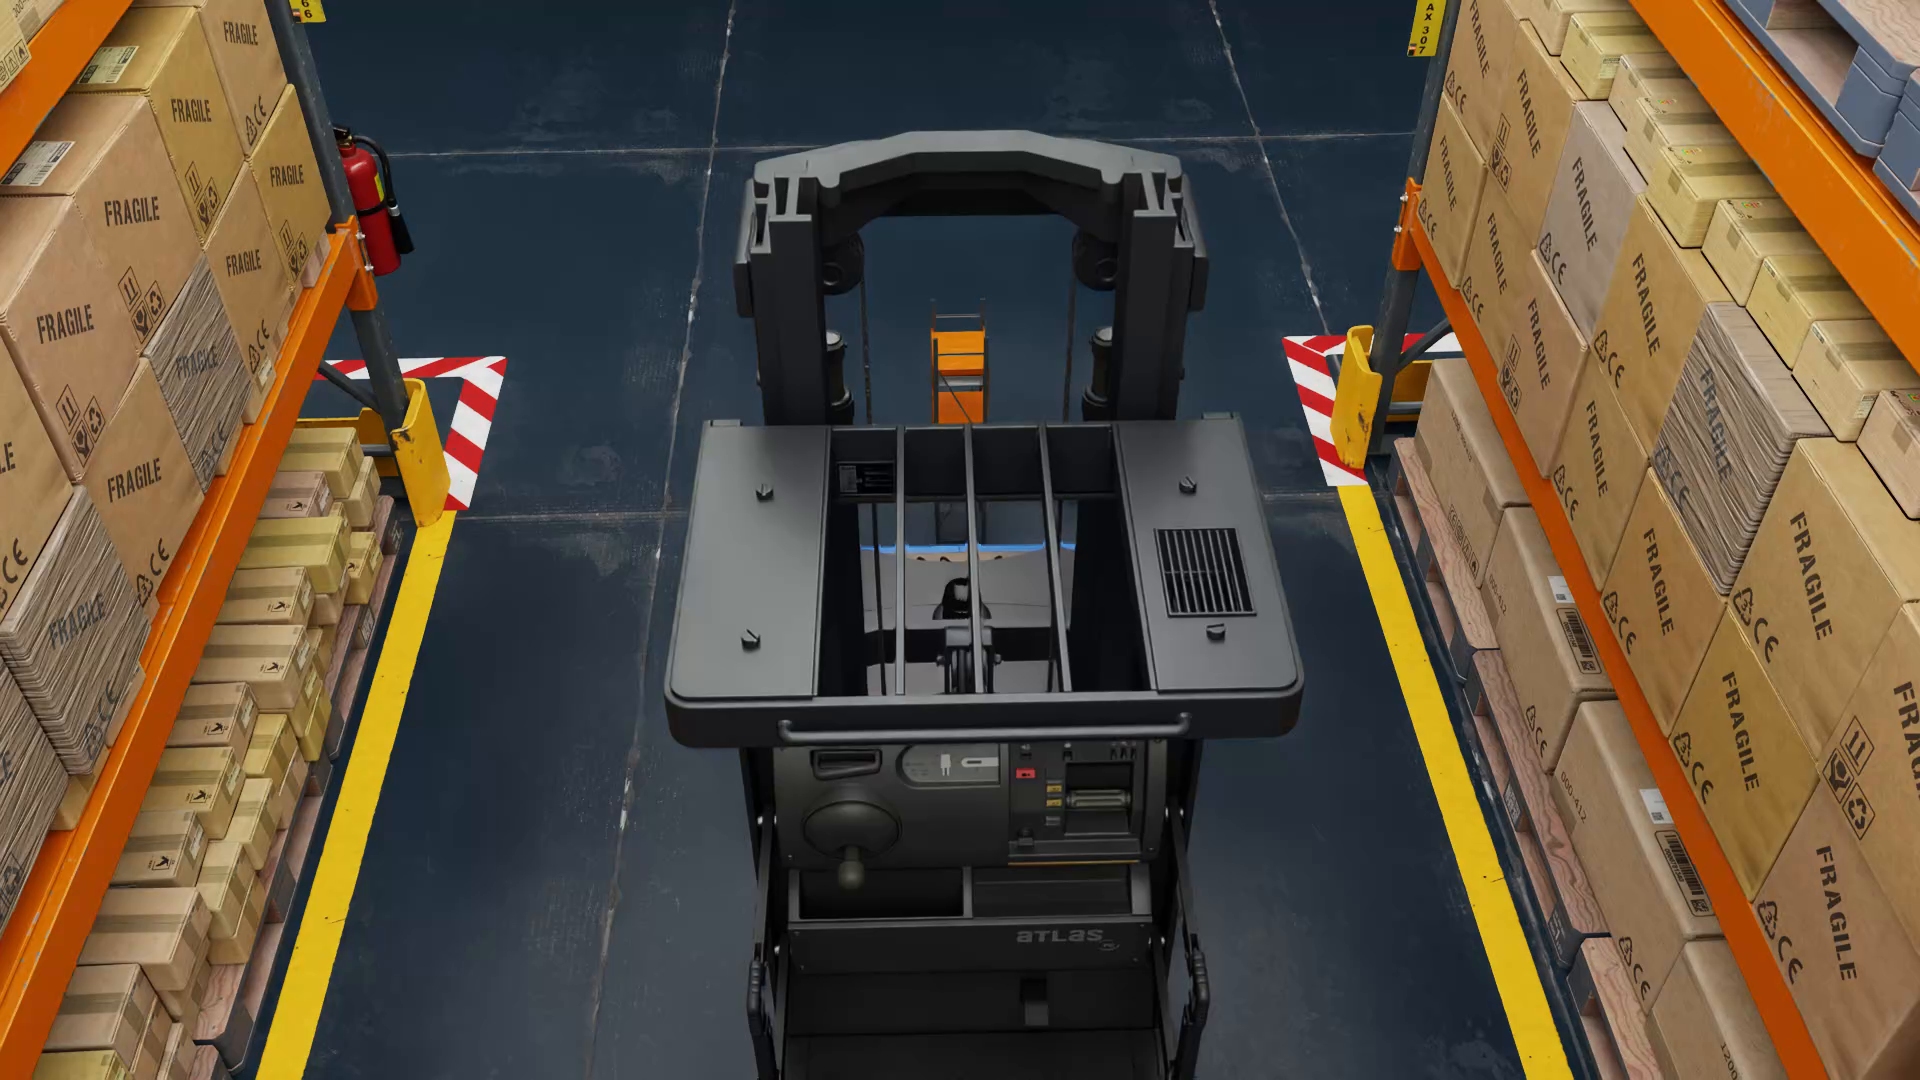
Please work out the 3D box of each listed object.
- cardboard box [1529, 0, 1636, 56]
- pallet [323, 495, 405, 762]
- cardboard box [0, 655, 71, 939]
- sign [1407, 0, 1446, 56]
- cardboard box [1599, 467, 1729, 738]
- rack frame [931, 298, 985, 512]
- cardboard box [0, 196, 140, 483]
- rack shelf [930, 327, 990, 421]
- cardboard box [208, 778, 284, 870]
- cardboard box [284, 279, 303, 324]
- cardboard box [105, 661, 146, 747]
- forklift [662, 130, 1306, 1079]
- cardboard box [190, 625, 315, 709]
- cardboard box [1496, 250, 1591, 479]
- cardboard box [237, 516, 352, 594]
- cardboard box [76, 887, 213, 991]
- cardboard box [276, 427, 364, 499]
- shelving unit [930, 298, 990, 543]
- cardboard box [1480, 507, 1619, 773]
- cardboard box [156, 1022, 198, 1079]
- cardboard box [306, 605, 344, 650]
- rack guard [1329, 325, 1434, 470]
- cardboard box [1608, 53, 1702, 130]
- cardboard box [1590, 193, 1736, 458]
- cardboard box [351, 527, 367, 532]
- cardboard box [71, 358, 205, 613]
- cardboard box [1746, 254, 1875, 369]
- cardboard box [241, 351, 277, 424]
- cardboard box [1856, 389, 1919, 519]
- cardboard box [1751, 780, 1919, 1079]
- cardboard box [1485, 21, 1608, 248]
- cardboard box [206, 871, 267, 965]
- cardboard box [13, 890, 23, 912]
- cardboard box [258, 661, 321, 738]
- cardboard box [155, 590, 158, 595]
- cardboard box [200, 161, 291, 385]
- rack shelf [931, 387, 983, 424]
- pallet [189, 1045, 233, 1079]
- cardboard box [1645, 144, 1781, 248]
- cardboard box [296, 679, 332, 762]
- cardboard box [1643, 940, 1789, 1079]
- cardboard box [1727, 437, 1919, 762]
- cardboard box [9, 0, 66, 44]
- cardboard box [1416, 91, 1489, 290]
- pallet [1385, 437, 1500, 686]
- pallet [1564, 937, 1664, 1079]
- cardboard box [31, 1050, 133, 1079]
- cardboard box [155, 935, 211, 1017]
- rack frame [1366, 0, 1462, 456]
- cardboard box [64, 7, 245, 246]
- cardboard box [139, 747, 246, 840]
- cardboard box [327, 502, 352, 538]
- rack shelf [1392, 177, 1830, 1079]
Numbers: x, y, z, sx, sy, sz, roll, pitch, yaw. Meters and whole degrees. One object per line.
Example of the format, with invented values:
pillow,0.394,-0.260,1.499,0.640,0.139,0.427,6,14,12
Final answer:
cardboard box,1.927,-1.565,4.943,0.380,0.149,0.250,0,43,0
pallet,-2.730,0.318,6.247,1.003,0.211,1.213,-2,43,-2
cardboard box,-2.360,0.567,3.617,0.500,0.500,0.500,-2,43,-2
sign,1.655,-1.858,5.858,0.100,0.325,0.005,-2,43,-2
cardboard box,2.041,0.150,4.292,0.500,0.500,0.500,-2,43,-2
rack frame,-0.007,-0.506,6.525,0.200,1.050,0.008,-2,43,-2
cardboard box,-2.386,-0.475,4.014,0.500,0.500,0.500,-3,43,-3
rack shelf,-0.002,-0.625,6.250,0.215,0.259,0.240,-2,43,-2
cardboard box,-2.334,0.882,5.147,0.380,0.149,0.250,-1,43,-1
cardboard box,-2.463,-0.837,5.630,0.380,0.149,0.250,-2,43,-2
cardboard box,-2.352,0.394,4.287,0.380,0.149,0.250,0,43,0
forklift,0.033,0.714,3.802,1.130,2.935,3.031,-1,43,-1
cardboard box,-2.350,0.415,5.436,0.380,0.149,0.250,0,43,0
cardboard box,1.996,-0.541,5.047,0.500,0.500,0.500,-2,43,-2
cardboard box,-2.365,0.058,5.825,0.380,0.149,0.250,-3,43,-3
cardboard box,-2.345,1.121,4.666,0.380,0.149,0.250,-1,43,-1
cardboard box,-2.456,-0.284,6.199,0.380,0.149,0.250,-1,43,-1
shelving unit,-0.002,-0.423,6.435,0.215,1.050,0.252,-2,43,-2
cardboard box,2.385,0.329,5.757,0.875,0.438,0.875,-1,43,-1
cardboard box,-2.391,1.515,4.677,0.380,0.149,0.250,-2,43,-3
cardboard box,-2.464,0.286,6.017,0.380,0.149,0.250,-2,43,-2
rack guard,2.208,-0.616,7.052,1.175,0.500,0.348,-2,43,-2
cardboard box,2.020,-1.212,4.558,0.380,0.149,0.250,-1,43,-1
cardboard box,2.026,-0.562,4.329,0.500,0.500,0.500,-1,43,-2
cardboard box,-2.501,-0.066,6.401,0.380,0.149,0.250,-1,43,-1
cardboard box,-2.397,-0.135,4.383,0.500,0.500,0.500,0,43,0
cardboard box,2.057,-0.529,3.813,0.380,0.149,0.250,-2,43,-3
cardboard box,-2.403,-0.497,5.258,0.380,0.149,0.250,-1,43,-1
cardboard box,2.116,-0.184,3.437,0.380,0.149,0.250,-2,43,-2
cardboard box,2.104,0.836,3.544,0.500,0.500,0.500,-1,43,-1
cardboard box,1.974,-1.246,5.075,0.500,0.500,0.500,-3,43,-3
cardboard box,-2.352,1.156,5.068,0.380,0.149,0.250,-3,43,-3
cardboard box,-2.402,0.747,3.901,0.380,0.149,0.250,-3,43,-4
cardboard box,-2.366,0.524,5.538,0.380,0.149,0.250,-1,43,-1
cardboard box,-2.441,0.044,4.668,0.380,0.149,0.250,-1,43,-1
cardboard box,-2.439,-0.814,5.124,0.500,0.500,0.500,-2,43,-2
rack shelf,-0.002,-0.415,6.442,0.215,0.259,0.240,-2,43,-2
pallet,-2.626,1.965,4.450,1.003,0.211,1.213,-2,43,-2
cardboard box,1.972,-0.870,4.185,0.380,0.149,0.250,-3,43,-3
cardboard box,-2.367,0.623,5.650,0.380,0.149,0.250,-3,43,-4
cardboard box,2.460,1.542,4.433,0.875,0.438,0.875,-2,43,-2
cardboard box,2.070,0.120,3.585,0.500,0.500,0.500,-2,43,-2
cardboard box,-2.412,-1.383,3.930,0.500,0.250,0.500,0,43,0
cardboard box,1.943,-1.226,5.794,0.500,0.500,0.500,-2,43,-2
pallet,2.321,0.044,6.546,1.003,0.211,1.213,-2,43,-2
pallet,2.425,1.691,4.749,1.003,0.211,1.213,-2,43,-2
cardboard box,-2.382,1.471,4.284,0.380,0.149,0.250,-2,43,-2
cardboard box,-2.401,1.221,4.776,0.380,0.149,0.250,0,43,0
rack frame,2.209,-1.521,6.190,1.000,3.000,0.127,-2,43,-2
cardboard box,-2.443,-1.182,4.786,0.500,0.500,0.500,-3,43,-3
cardboard box,-2.411,0.772,5.047,0.380,0.149,0.250,-1,43,-2
cardboard box,-2.467,0.002,6.107,0.380,0.149,0.250,-3,43,-3
rack shelf,2.294,0.094,4.960,1.077,0.370,4.000,-2,43,-2
